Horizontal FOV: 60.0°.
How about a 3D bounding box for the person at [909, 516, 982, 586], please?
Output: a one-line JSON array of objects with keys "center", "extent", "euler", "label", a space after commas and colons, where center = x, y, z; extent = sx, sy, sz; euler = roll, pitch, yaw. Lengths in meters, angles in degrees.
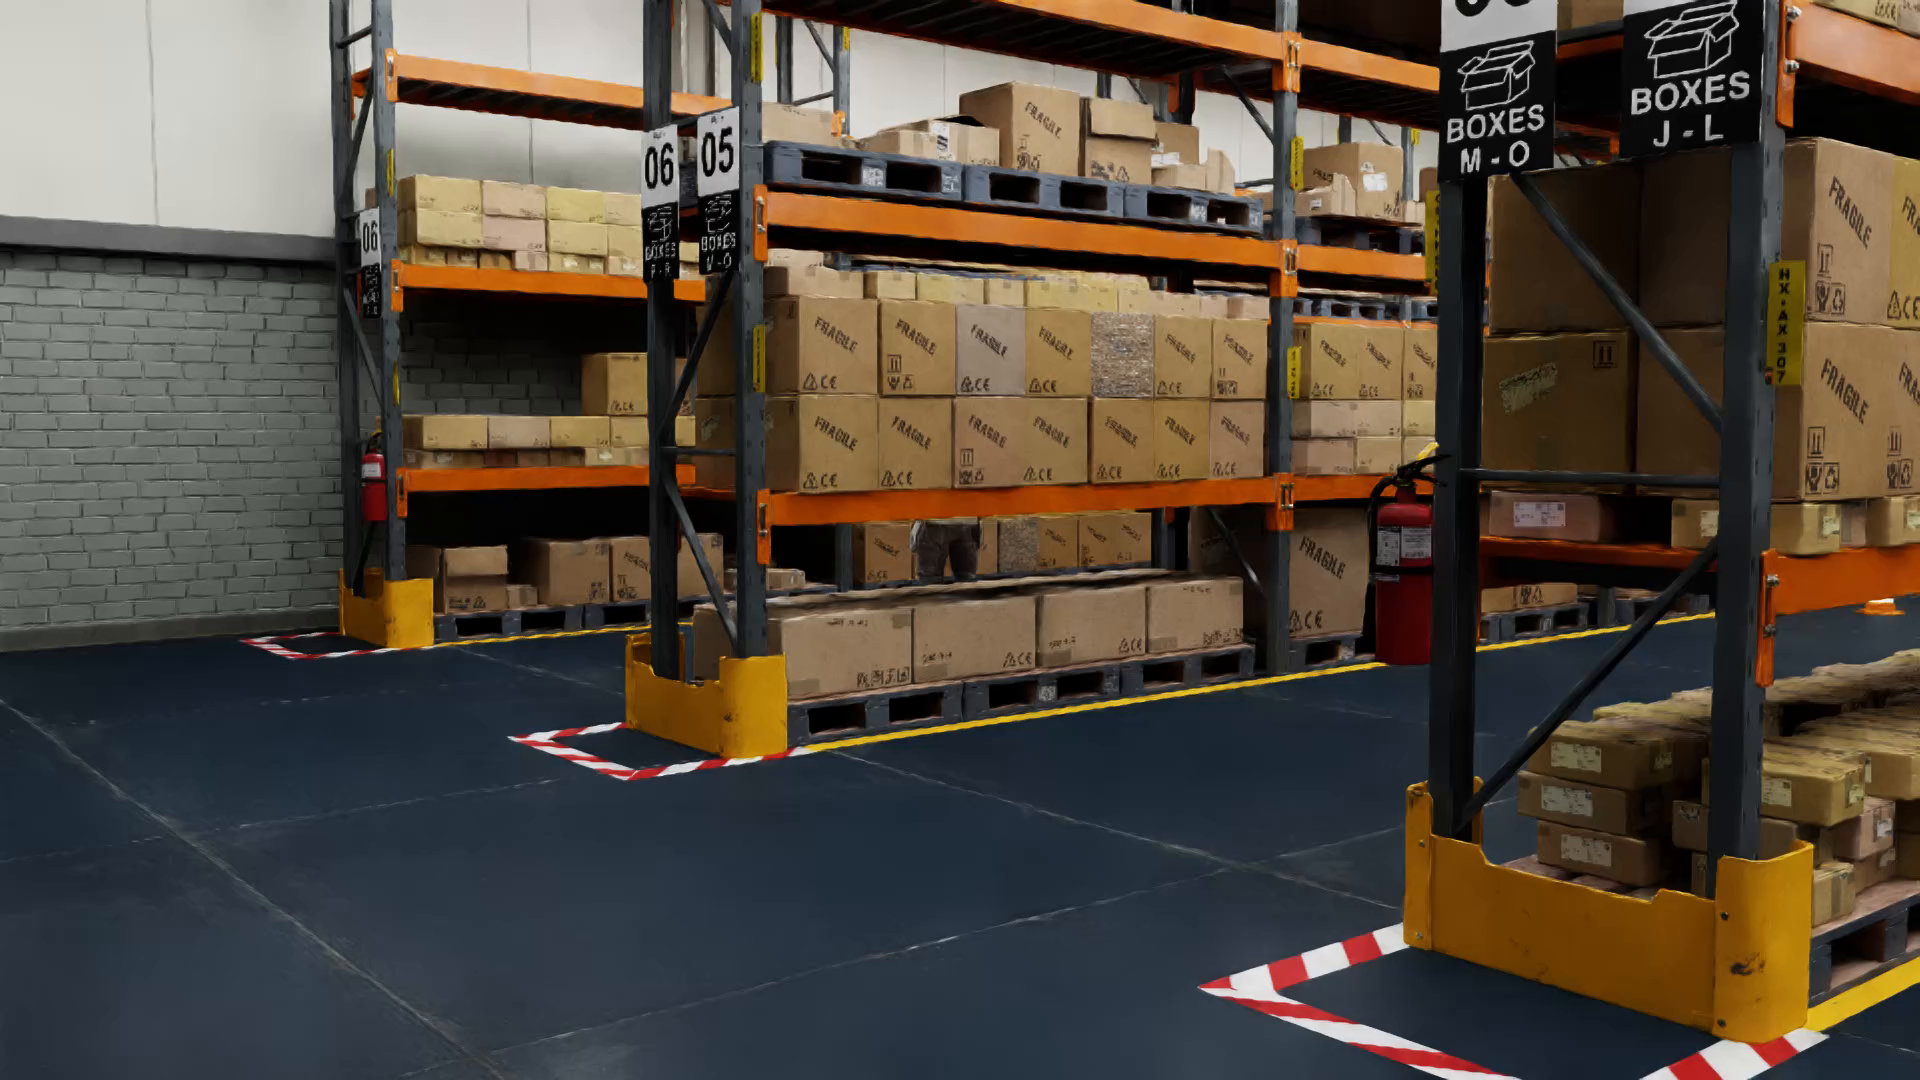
[{"center": [-0.117, -0.093, 11.751], "extent": [0.646, 1.777, 0.514], "euler": [-3, 5, -39], "label": "person"}]
